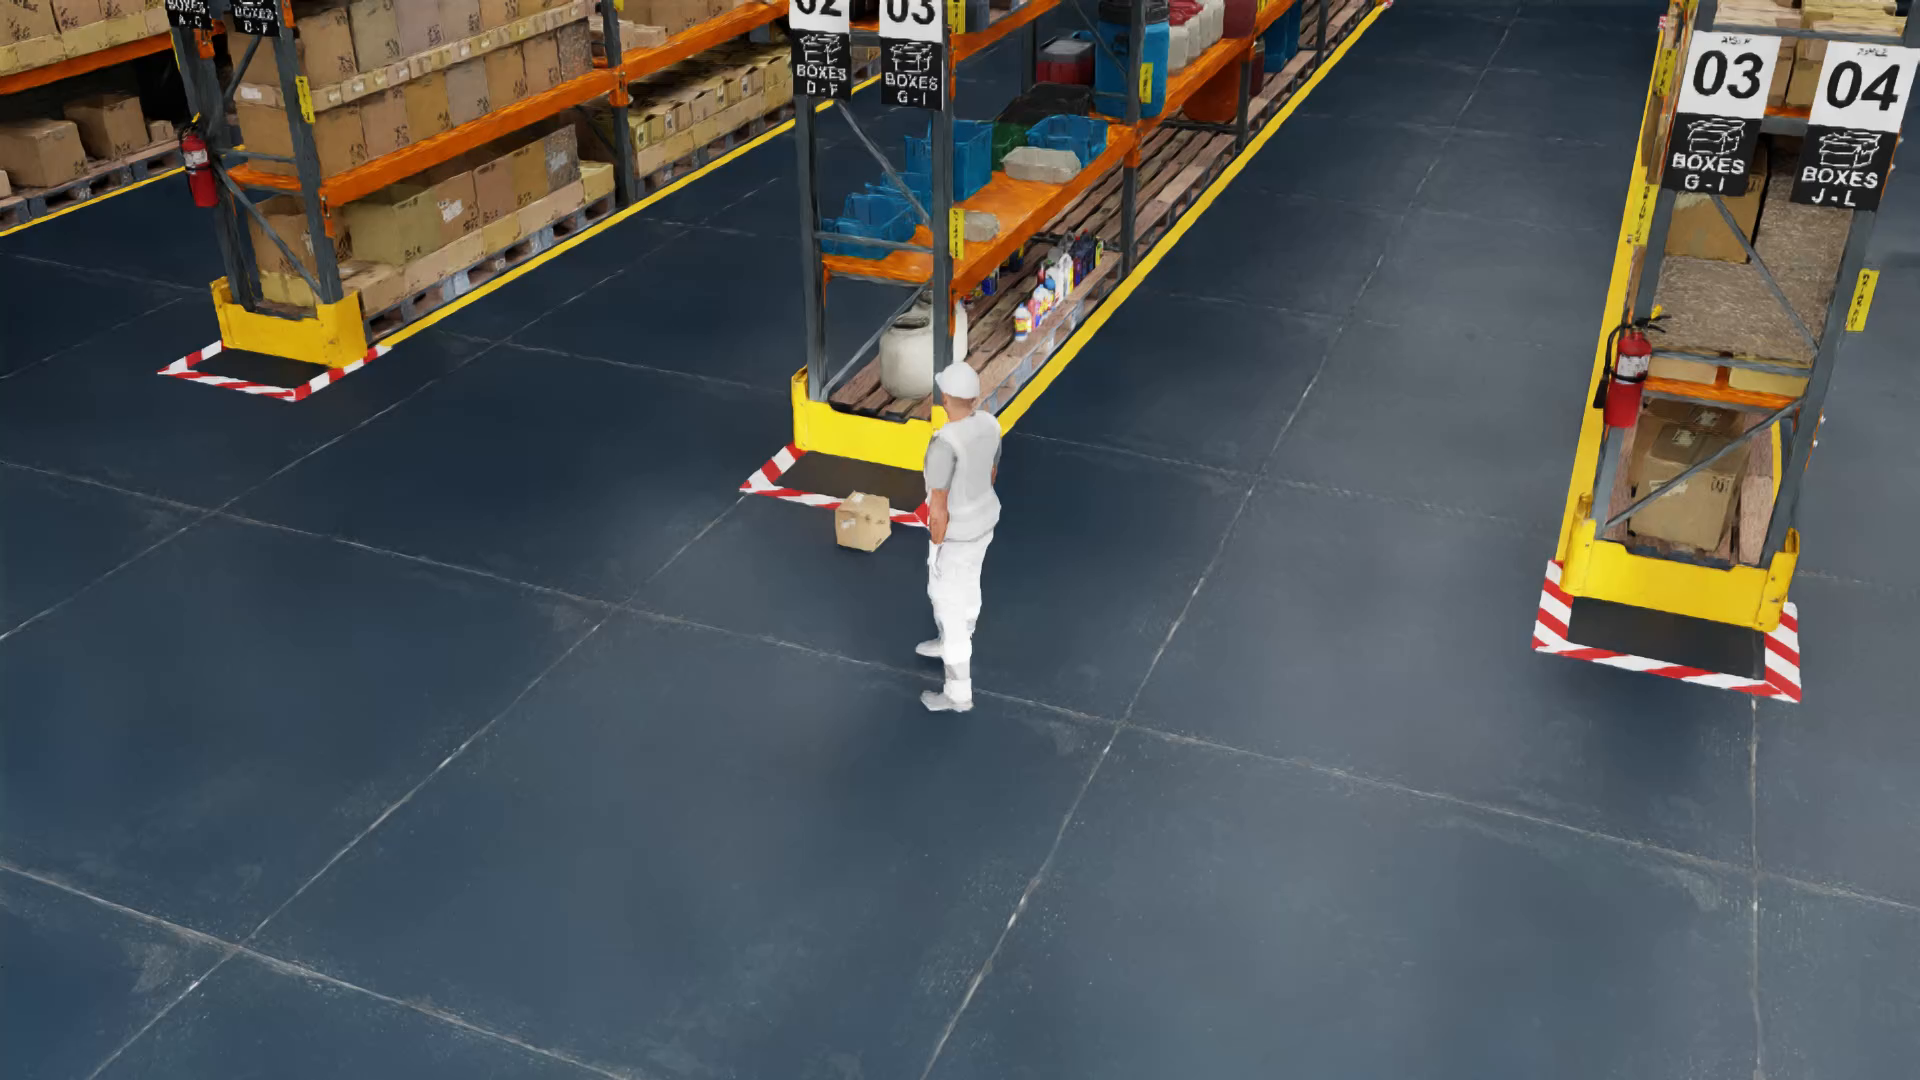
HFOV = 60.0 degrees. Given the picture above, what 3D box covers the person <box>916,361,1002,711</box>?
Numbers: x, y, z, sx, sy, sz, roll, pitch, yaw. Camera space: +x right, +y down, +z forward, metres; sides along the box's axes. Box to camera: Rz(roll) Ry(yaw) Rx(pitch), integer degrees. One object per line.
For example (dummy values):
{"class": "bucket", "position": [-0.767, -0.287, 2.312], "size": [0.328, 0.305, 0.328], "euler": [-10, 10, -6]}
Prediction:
{"class": "person", "position": [-0.041, -0.039, 8.448], "size": [0.570, 1.780, 0.649], "euler": [18, 34, 29]}
